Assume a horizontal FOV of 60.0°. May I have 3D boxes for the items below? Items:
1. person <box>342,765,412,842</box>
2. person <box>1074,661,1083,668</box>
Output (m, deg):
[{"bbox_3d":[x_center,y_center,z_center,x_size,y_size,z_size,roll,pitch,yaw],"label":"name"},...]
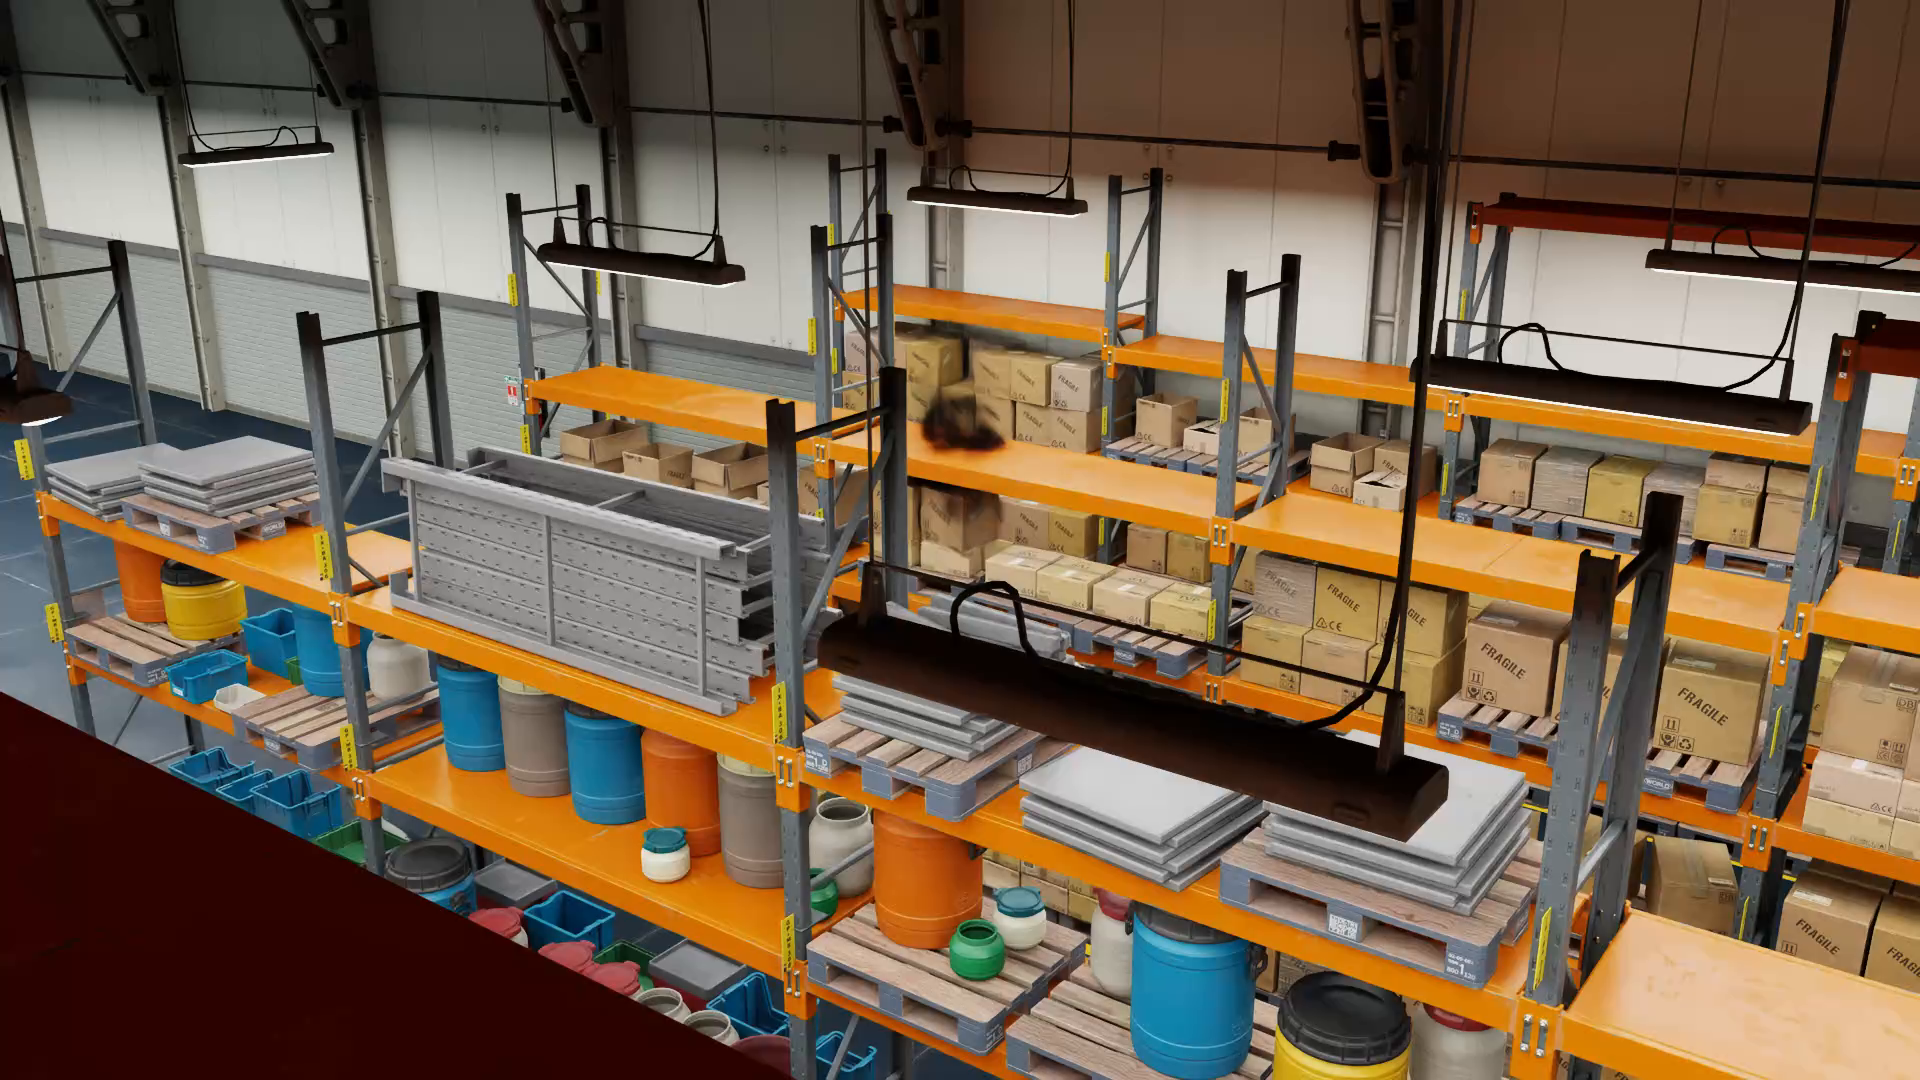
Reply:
[{"bbox_3d":[-5.556,2.291,15.605,0.790,1.776,0.704,9,21,25],"label":"person"},{"bbox_3d":[0.996,1.775,17.157,0.684,1.699,0.548,11,21,29],"label":"person"}]
